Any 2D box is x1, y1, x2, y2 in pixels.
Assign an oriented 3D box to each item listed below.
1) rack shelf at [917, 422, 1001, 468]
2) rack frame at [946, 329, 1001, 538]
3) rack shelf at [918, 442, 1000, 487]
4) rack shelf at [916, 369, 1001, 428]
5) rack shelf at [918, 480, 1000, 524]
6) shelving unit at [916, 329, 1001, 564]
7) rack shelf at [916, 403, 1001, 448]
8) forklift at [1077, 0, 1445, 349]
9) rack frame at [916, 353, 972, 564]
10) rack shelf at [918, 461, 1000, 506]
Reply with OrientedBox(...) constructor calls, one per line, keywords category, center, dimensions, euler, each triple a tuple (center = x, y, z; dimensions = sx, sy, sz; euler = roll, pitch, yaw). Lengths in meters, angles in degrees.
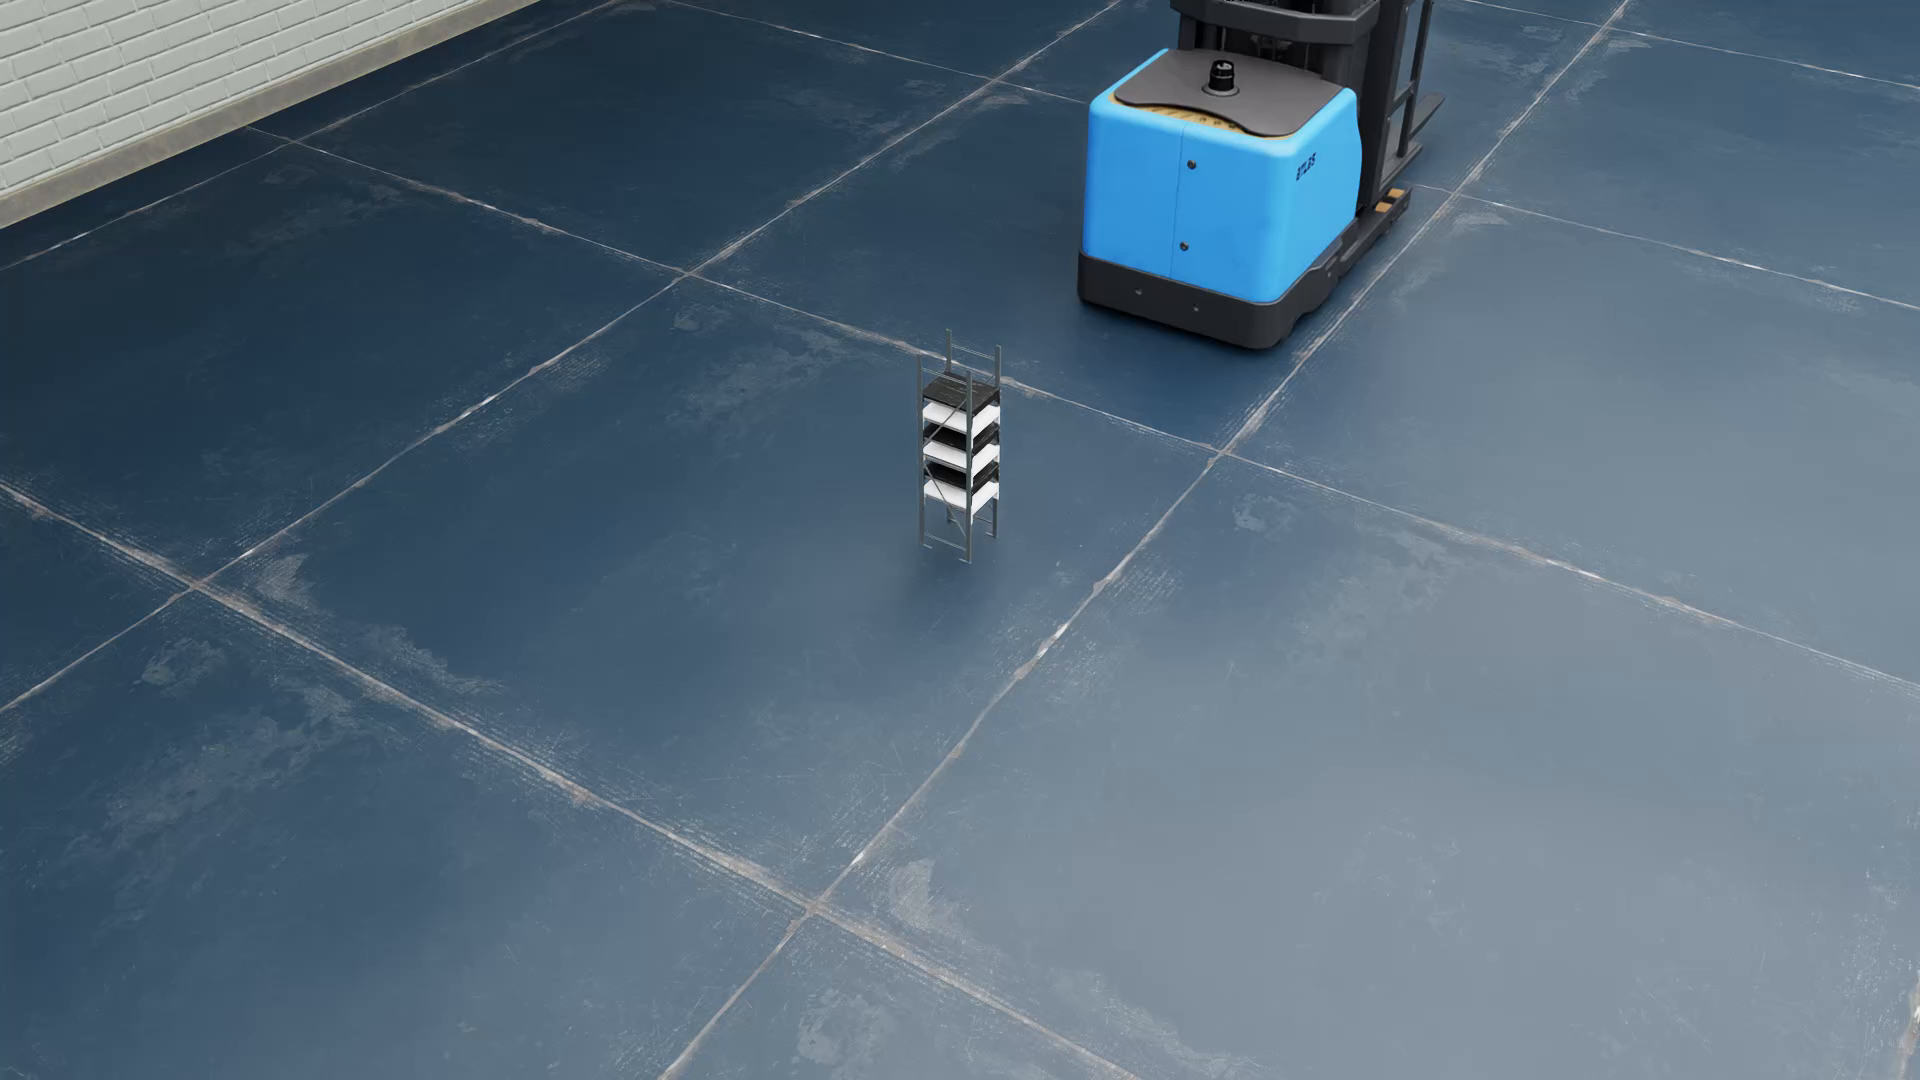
OrientedBox(category="rack shelf", center=(-0.004, -0.397, 6.435), dimensions=(0.258, 0.077, 0.200), euler=(21, 42, 25))
OrientedBox(category="rack frame", center=(0.050, -0.405, 6.538), dimensions=(0.240, 0.900, 0.006), euler=(21, 42, 25))
OrientedBox(category="rack shelf", center=(-0.004, -0.326, 6.490), dimensions=(0.258, 0.077, 0.200), euler=(21, 42, 25))
OrientedBox(category="rack shelf", center=(-0.004, -0.540, 6.325), dimensions=(0.258, 0.077, 0.200), euler=(21, 42, 25))
OrientedBox(category="rack shelf", center=(-0.004, -0.183, 6.600), dimensions=(0.258, 0.077, 0.200), euler=(21, 42, 25))
OrientedBox(category="shelving unit", center=(-0.004, -0.352, 6.470), dimensions=(0.258, 0.900, 0.210), euler=(21, 42, 25))
OrientedBox(category="rack shelf", center=(-0.004, -0.468, 6.380), dimensions=(0.258, 0.077, 0.200), euler=(21, 42, 25))
OrientedBox(category="forklift", center=(1.778, -2.928, 8.148), dimensions=(1.130, 2.935, 3.031), euler=(21, 42, 24))
OrientedBox(category="rack frame", center=(-0.059, -0.300, 6.402), dimensions=(0.240, 0.900, 0.006), euler=(21, 42, 25))
OrientedBox(category="rack shelf", center=(-0.004, -0.255, 6.545), dimensions=(0.258, 0.077, 0.200), euler=(21, 42, 25))
